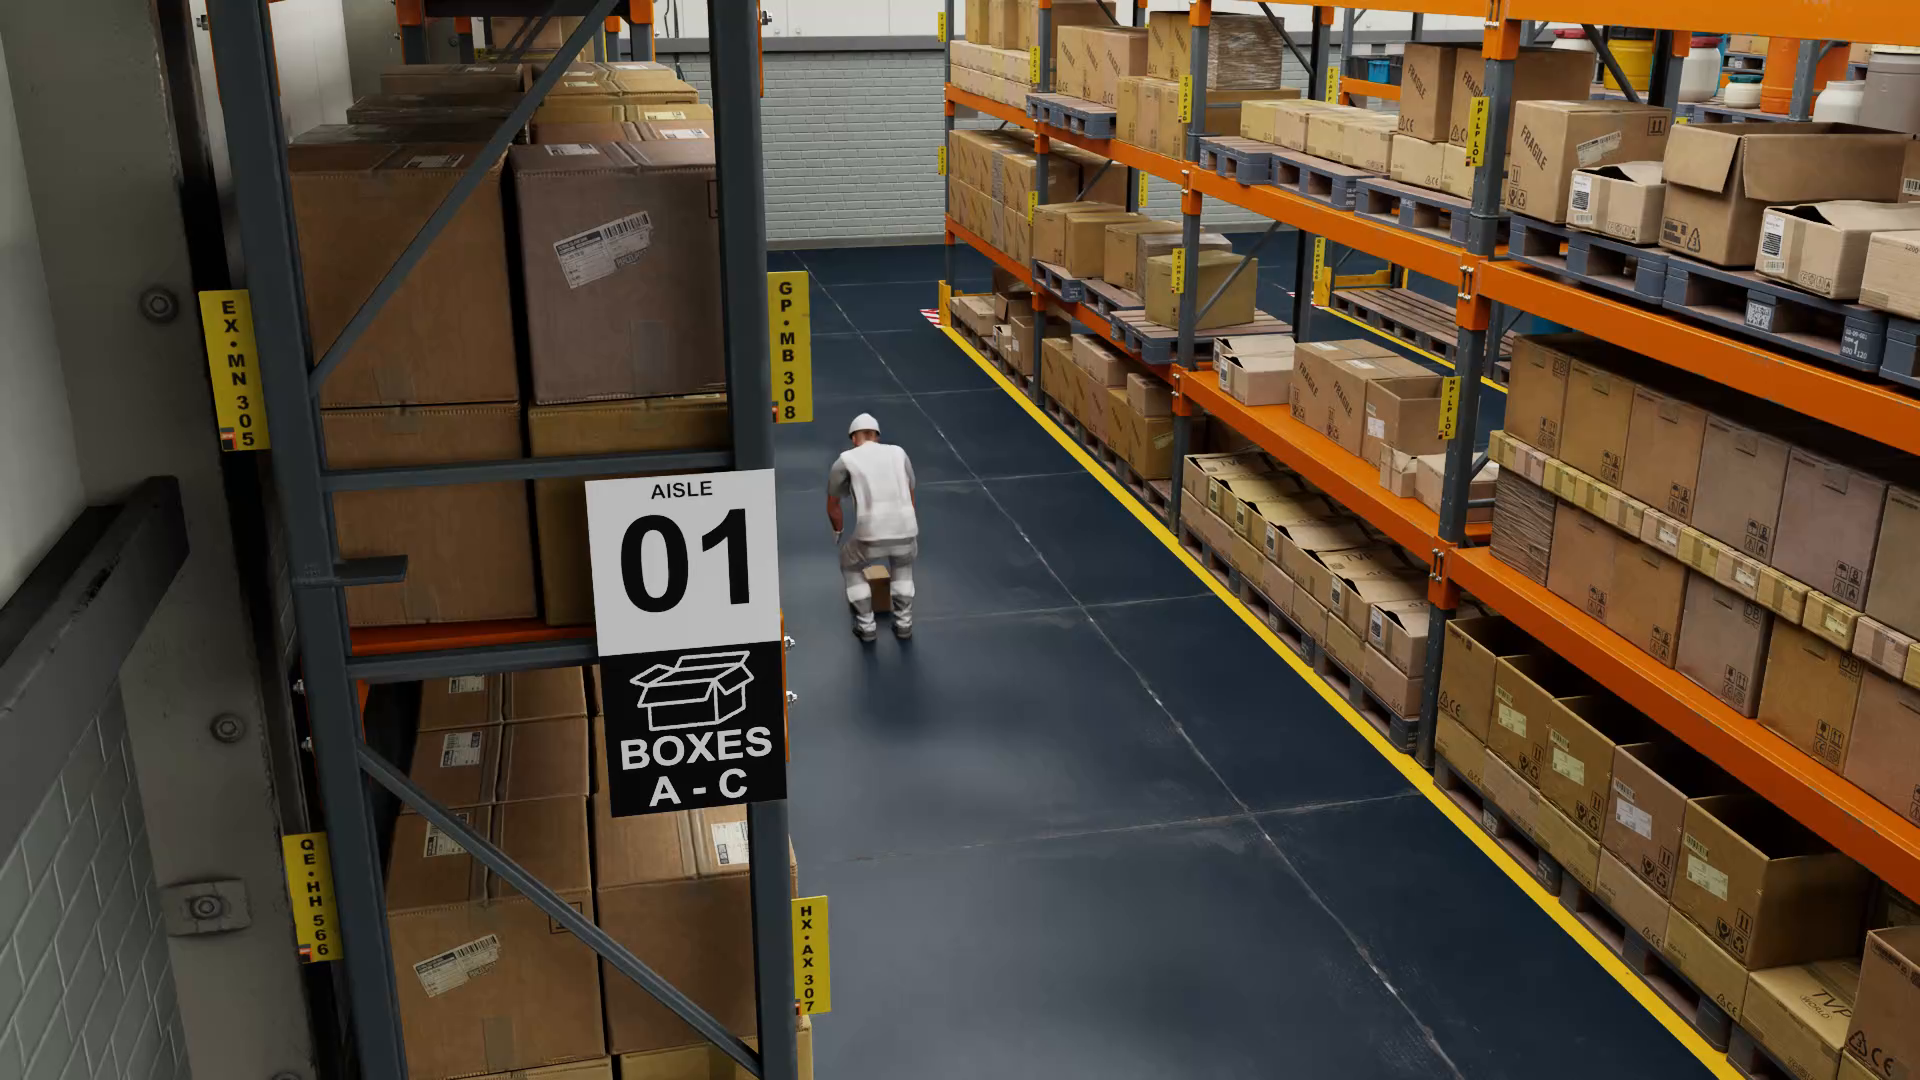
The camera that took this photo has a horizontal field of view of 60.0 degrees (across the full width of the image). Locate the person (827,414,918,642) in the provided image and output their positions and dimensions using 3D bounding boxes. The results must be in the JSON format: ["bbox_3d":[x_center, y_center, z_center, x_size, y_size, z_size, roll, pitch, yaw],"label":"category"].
[{"bbox_3d":[-0.563,-0.069,10.801,0.584,1.409,0.766,-4,20,-12],"label":"person"}]
